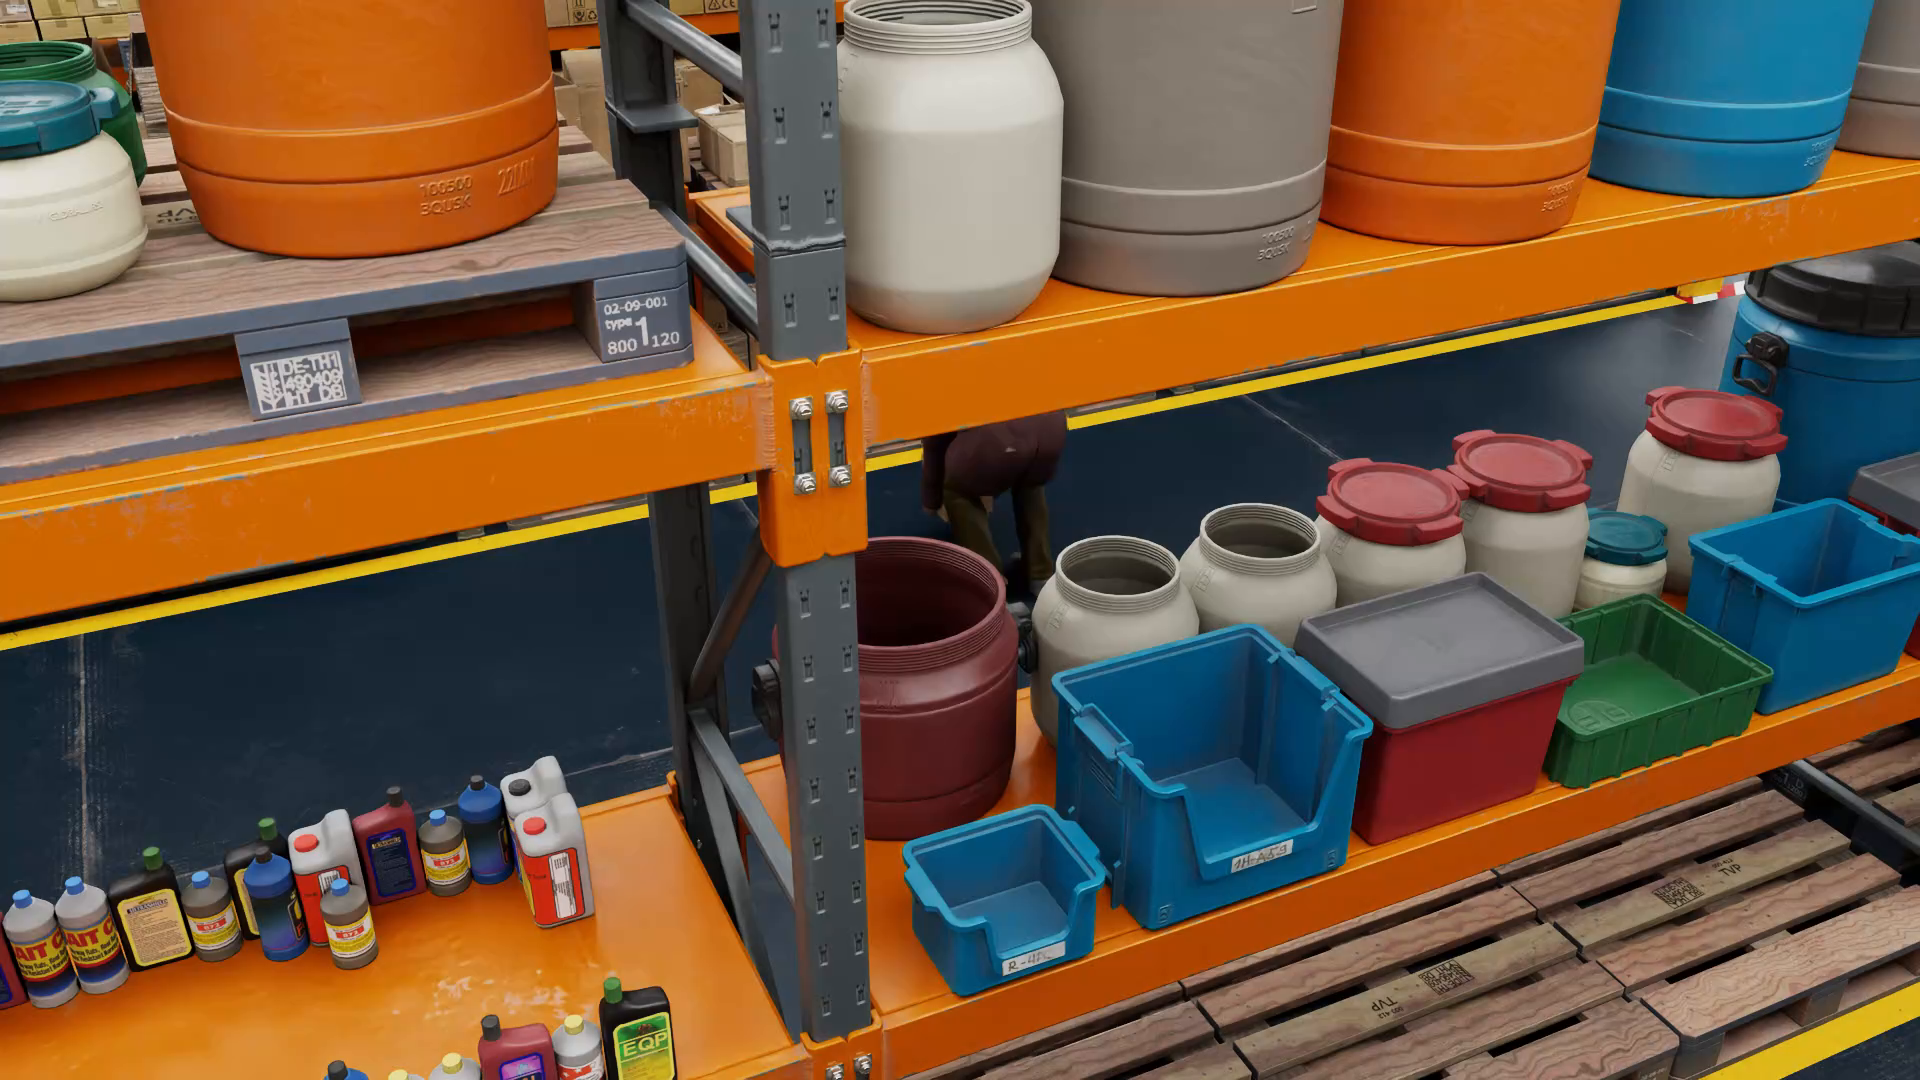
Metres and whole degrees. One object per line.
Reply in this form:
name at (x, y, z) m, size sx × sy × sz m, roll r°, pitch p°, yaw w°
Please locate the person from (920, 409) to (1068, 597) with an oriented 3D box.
person at (0.110, -0.348, 7.476) m, size 0.578 × 1.090 × 0.950 m, roll -14°, pitch 32°, yaw -24°
